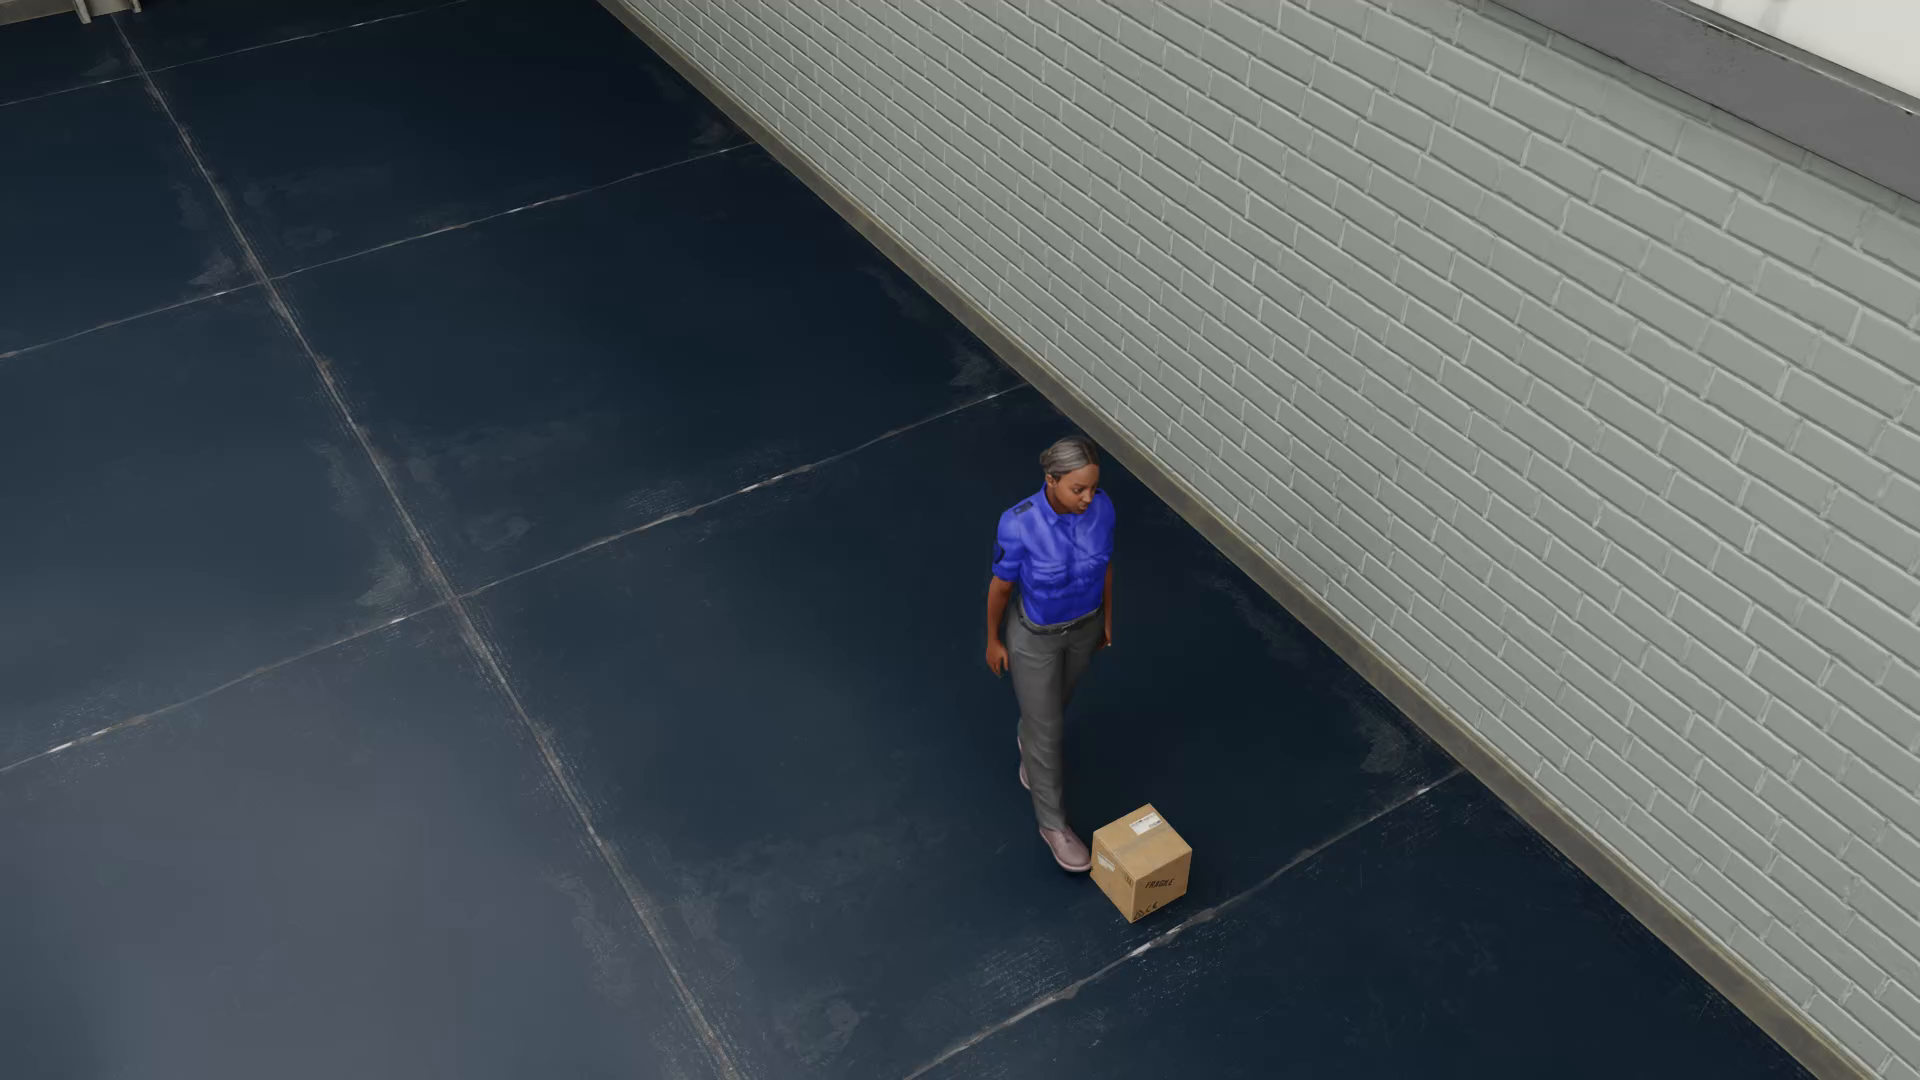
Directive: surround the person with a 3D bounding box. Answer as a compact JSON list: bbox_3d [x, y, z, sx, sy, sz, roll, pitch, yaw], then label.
[{"bbox_3d":[0.373,0.376,5.725,0.471,1.640,0.719,-18,44,-19],"label":"person"}]
